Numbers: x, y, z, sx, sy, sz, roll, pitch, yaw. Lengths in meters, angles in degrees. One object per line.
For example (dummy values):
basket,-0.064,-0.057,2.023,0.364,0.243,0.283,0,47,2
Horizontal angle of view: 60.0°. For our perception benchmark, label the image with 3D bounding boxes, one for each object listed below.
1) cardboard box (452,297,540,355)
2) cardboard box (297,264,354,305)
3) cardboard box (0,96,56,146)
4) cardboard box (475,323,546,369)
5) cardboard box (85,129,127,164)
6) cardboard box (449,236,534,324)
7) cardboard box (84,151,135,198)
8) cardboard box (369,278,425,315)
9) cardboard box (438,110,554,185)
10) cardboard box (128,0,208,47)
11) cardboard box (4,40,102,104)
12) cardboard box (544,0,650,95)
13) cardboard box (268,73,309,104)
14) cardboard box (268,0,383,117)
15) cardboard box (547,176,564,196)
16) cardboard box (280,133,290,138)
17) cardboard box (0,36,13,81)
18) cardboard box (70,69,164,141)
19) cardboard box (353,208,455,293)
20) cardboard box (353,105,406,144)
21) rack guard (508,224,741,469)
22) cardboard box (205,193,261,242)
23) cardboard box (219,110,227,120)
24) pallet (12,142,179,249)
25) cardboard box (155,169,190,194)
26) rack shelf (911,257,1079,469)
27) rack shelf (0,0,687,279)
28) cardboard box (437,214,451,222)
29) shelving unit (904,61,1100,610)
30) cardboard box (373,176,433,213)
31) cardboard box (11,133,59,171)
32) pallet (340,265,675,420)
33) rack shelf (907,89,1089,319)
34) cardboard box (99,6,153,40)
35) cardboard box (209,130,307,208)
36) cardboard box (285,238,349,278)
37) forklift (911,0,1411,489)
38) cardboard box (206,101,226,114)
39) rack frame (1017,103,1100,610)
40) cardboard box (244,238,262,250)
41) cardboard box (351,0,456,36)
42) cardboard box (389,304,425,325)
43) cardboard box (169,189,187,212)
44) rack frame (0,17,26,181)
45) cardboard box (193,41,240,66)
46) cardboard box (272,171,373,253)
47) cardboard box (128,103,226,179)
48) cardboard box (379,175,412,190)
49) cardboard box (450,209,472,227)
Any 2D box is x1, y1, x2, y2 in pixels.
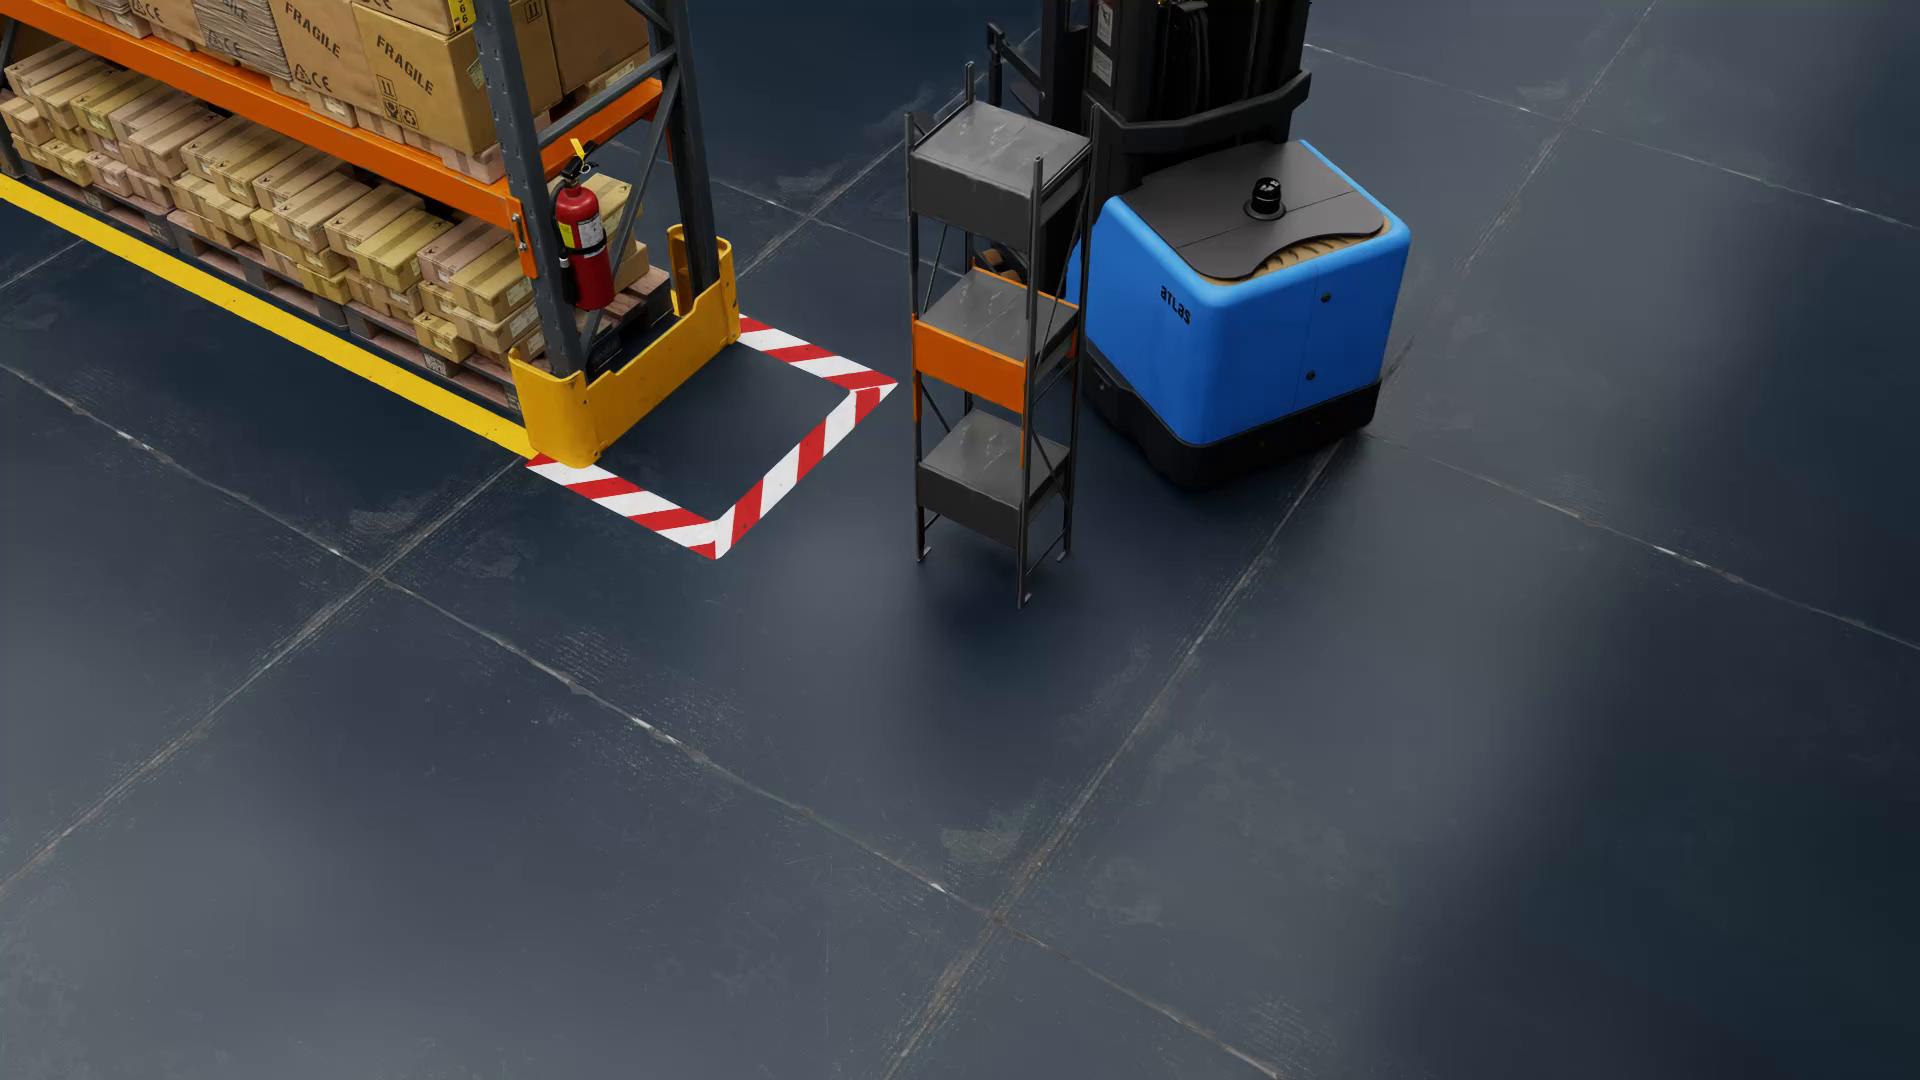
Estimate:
cardboard box,-2.013,-1.017,7.356,0.250,0.149,0.380,23,50,21
cardboard box,-2.880,-1.300,7.839,0.250,0.149,0.380,23,50,20
cardboard box,-4.649,-2.200,8.505,0.250,0.149,0.380,27,52,24
cardboard box,-1.970,-0.959,7.507,0.250,0.149,0.380,26,51,23
cardboard box,-4.163,-2.083,8.392,0.250,0.149,0.380,24,51,22
cardboard box,-1.997,-1.140,7.268,0.250,0.149,0.380,25,51,23
cardboard box,-4.187,-1.927,8.448,0.250,0.149,0.380,24,51,22
cardboard box,-2.451,-1.217,7.550,0.250,0.149,0.380,23,50,21
cardboard box,-1.841,-1.596,6.606,0.250,0.149,0.380,25,51,22
cardboard box,-3.208,-2.477,7.011,0.500,0.500,0.500,27,52,24
cardboard box,-4.603,-2.378,8.472,0.250,0.149,0.380,27,51,24
cardboard box,-1.643,-2.207,6.748,0.500,0.500,0.500,27,52,24
cardboard box,-2.683,-2.008,7.006,0.250,0.149,0.380,23,50,20
cardboard box,-2.362,-2.088,6.632,0.500,0.500,0.500,24,50,22
cardboard box,-1.969,-1.530,7.647,0.250,0.149,0.380,26,51,23
cardboard box,-3.277,-2.054,8.364,0.250,0.149,0.380,22,50,20
cardboard box,-5.540,-2.686,8.941,0.500,0.500,0.500,24,50,21
cardboard box,-4.164,-2.168,8.267,0.250,0.149,0.380,24,50,22
cardboard box,-2.464,-1.296,7.420,0.250,0.149,0.380,24,50,21
cardboard box,-2.249,-1.803,6.807,0.250,0.149,0.380,24,51,22
rack guard,-1.478,-0.886,7.484,0.348,0.500,1.175,25,51,22
cardboard box,-3.346,-1.610,7.932,0.250,0.149,0.380,25,51,22
cardboard box,-3.717,-2.257,8.561,0.250,0.149,0.380,25,51,22
pallet,-4.197,-2.066,8.832,1.213,0.211,1.003,25,51,22
cardboard box,-3.718,-1.856,8.172,0.250,0.149,0.380,27,52,24
rack shelf,0.139,-0.658,6.166,0.480,0.518,0.431,25,51,22
rack shelf,-3.098,-2.252,7.570,4.000,0.370,1.077,25,51,22
cardboard box,-2.316,-1.586,8.116,0.250,0.149,0.380,25,51,23
shelving unit,0.139,-0.668,6.157,0.503,2.100,0.431,25,51,22
cardboard box,-2.602,-1.734,8.053,0.250,0.149,0.380,22,50,20
cardboard box,-4.648,-2.095,8.611,0.250,0.149,0.380,23,50,20
pallet,-2.143,-1.122,7.914,1.213,0.211,1.003,25,51,22
rack shelf,0.139,-1.146,5.664,0.480,0.518,0.431,25,51,22
cardboard box,-3.585,-2.401,7.389,0.250,0.149,0.380,27,52,24
cardboard box,-3.301,-1.758,7.869,0.250,0.149,0.380,25,51,22
cardboard box,-2.894,-1.409,7.737,0.250,0.149,0.380,25,51,23
forklift,0.719,-2.300,7.163,1.130,2.935,3.031,-20,49,-19
cardboard box,-3.715,-2.342,8.436,0.250,0.149,0.380,26,51,23
rack frame,0.345,-0.573,6.065,0.015,2.100,0.400,25,51,22
cardboard box,-3.272,-1.561,8.092,0.250,0.149,0.380,26,51,23
cardboard box,-1.934,-2.242,6.085,0.500,0.500,0.500,24,50,21
cardboard box,-2.417,-1.151,7.694,0.250,0.149,0.380,24,51,22
cardboard box,-3.701,-1.776,8.301,0.250,0.149,0.380,23,50,21
rack frame,-4.781,-3.277,8.064,0.127,3.000,1.000,25,51,22
cardboard box,-3.110,-2.241,7.233,0.250,0.149,0.380,26,51,23
cardboard box,-2.904,-1.505,7.623,0.250,0.149,0.380,27,51,23
cardboard box,-3.762,-1.933,8.039,0.250,0.149,0.380,26,51,23
cardboard box,-2.593,-1.864,7.972,0.250,0.149,0.380,27,51,24
cardboard box,-2.170,-1.524,7.849,0.250,0.149,0.380,25,51,23
